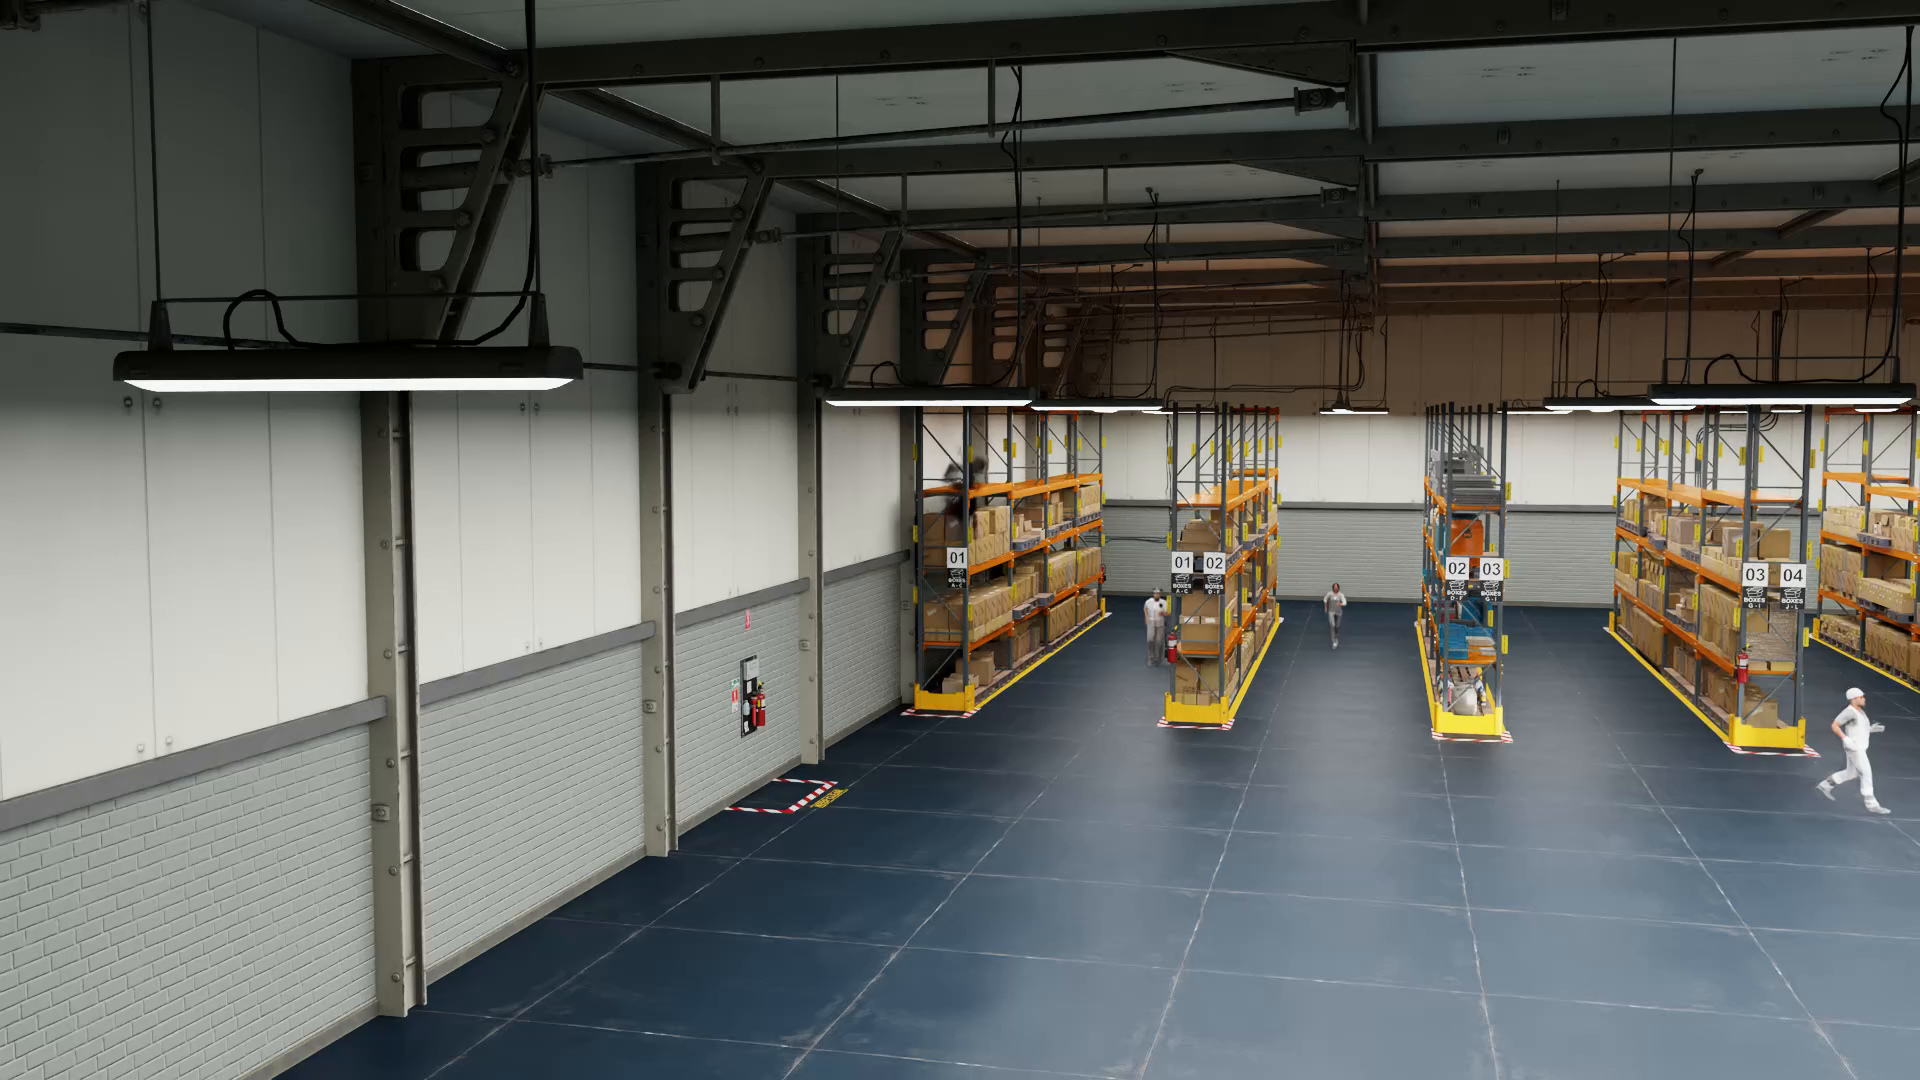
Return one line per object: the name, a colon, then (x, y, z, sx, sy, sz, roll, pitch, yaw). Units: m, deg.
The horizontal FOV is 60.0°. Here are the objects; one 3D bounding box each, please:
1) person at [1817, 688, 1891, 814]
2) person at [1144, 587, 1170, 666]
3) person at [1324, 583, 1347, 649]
person: (12.983, 3.024, 24.124, 1.002, 1.765, 0.661, 4, 6, 40)
person: (4.552, 2.006, 38.507, 0.642, 1.854, 0.813, 1, 4, 11)
person: (9.313, 1.867, 41.266, 0.520, 1.583, 0.842, 1, 4, 7)
